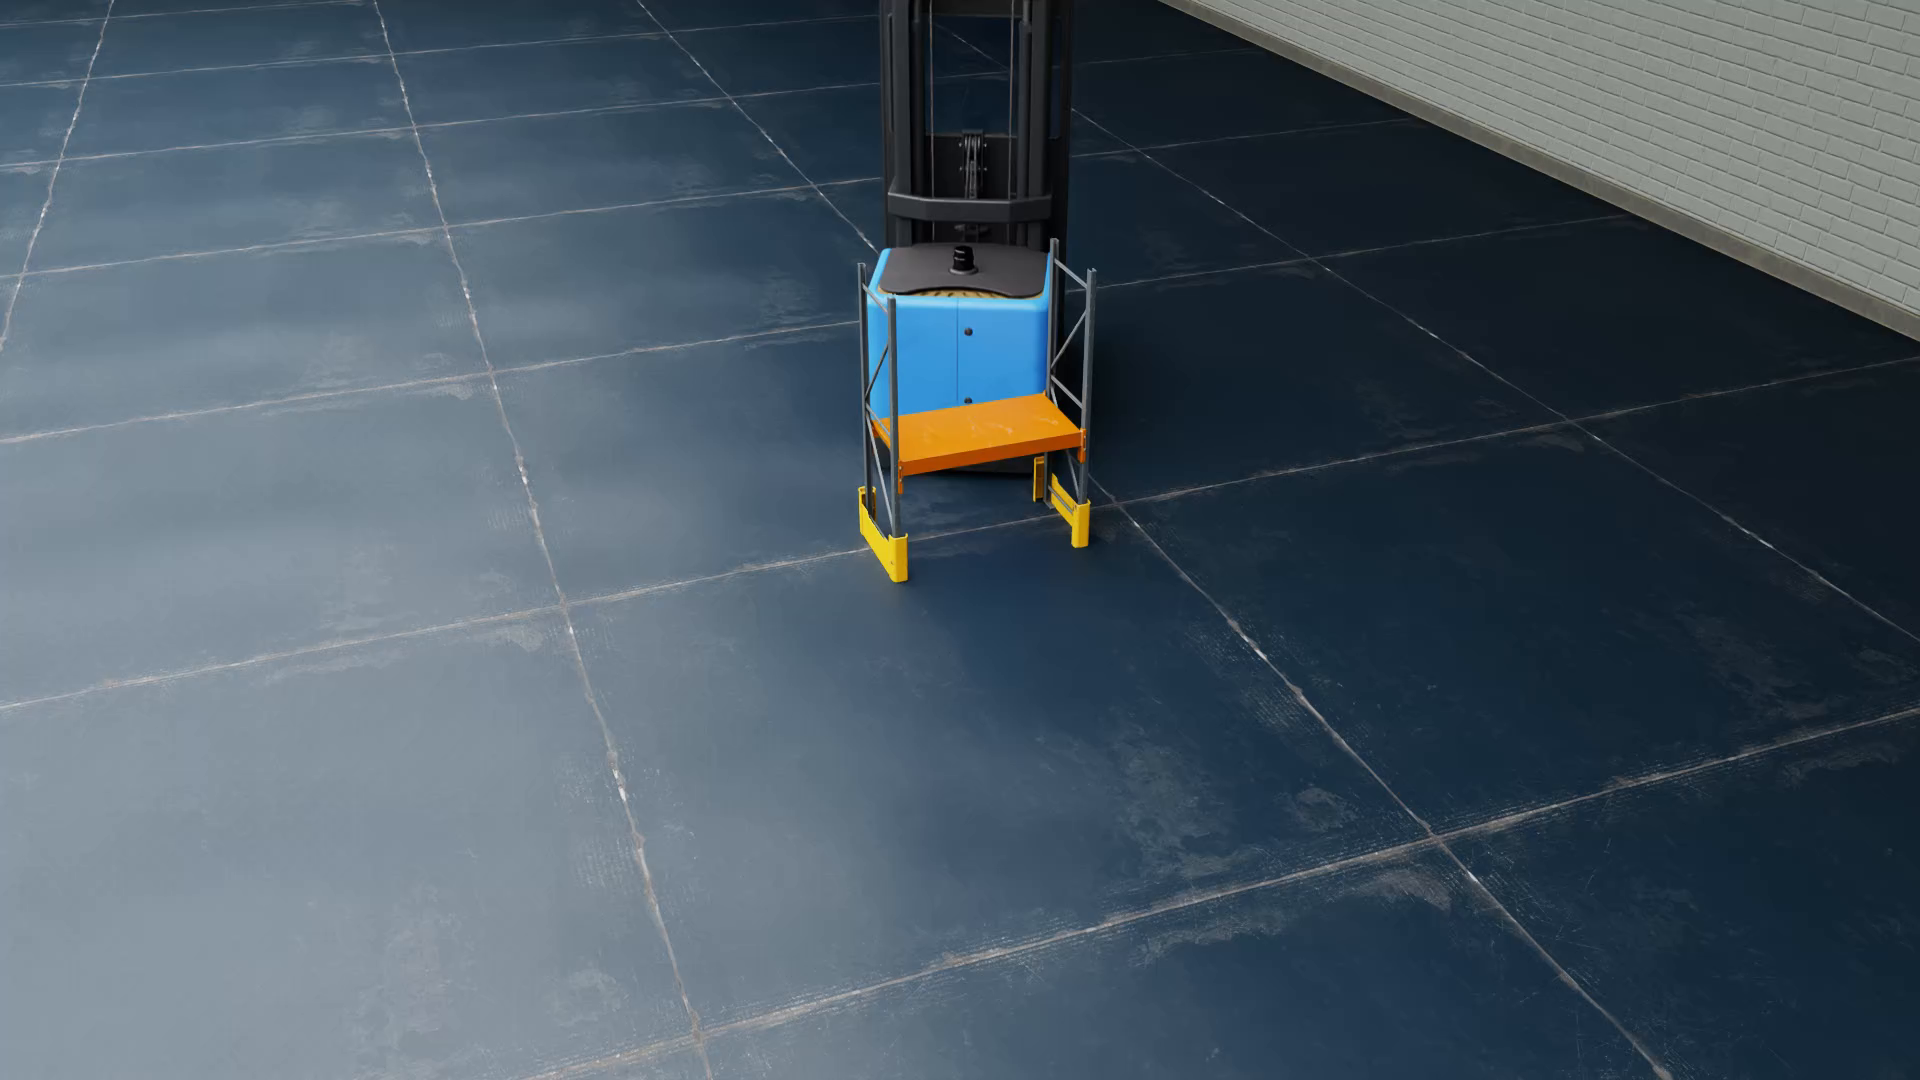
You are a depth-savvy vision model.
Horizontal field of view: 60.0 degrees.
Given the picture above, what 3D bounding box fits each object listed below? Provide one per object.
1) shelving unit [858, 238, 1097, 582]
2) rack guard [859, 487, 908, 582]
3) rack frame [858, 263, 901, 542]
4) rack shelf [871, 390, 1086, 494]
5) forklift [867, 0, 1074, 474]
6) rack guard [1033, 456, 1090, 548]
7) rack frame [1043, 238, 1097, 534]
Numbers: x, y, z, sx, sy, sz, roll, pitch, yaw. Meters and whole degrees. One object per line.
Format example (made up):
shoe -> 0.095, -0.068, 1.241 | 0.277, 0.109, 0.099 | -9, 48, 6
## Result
shelving unit -> 0.071, -0.665, 8.402 | 1.083, 1.500, 0.587 | -10, 31, -18
rack guard -> -0.395, -0.036, 8.560 | 0.087, 0.250, 0.587 | -10, 31, -18
rack frame -> -0.396, -0.579, 8.251 | 0.032, 1.500, 0.500 | -10, 31, -18
rack shelf -> 0.080, -0.510, 8.494 | 1.000, 0.185, 0.538 | -10, 31, -18
forklift -> 0.115, -2.343, 9.902 | 1.130, 2.935, 3.031 | 2, 30, 4
rack guard -> 0.538, -0.208, 8.862 | 0.087, 0.250, 0.587 | -10, 31, -18
rack frame -> 0.556, -0.754, 8.559 | 0.032, 1.500, 0.500 | -10, 31, -18
